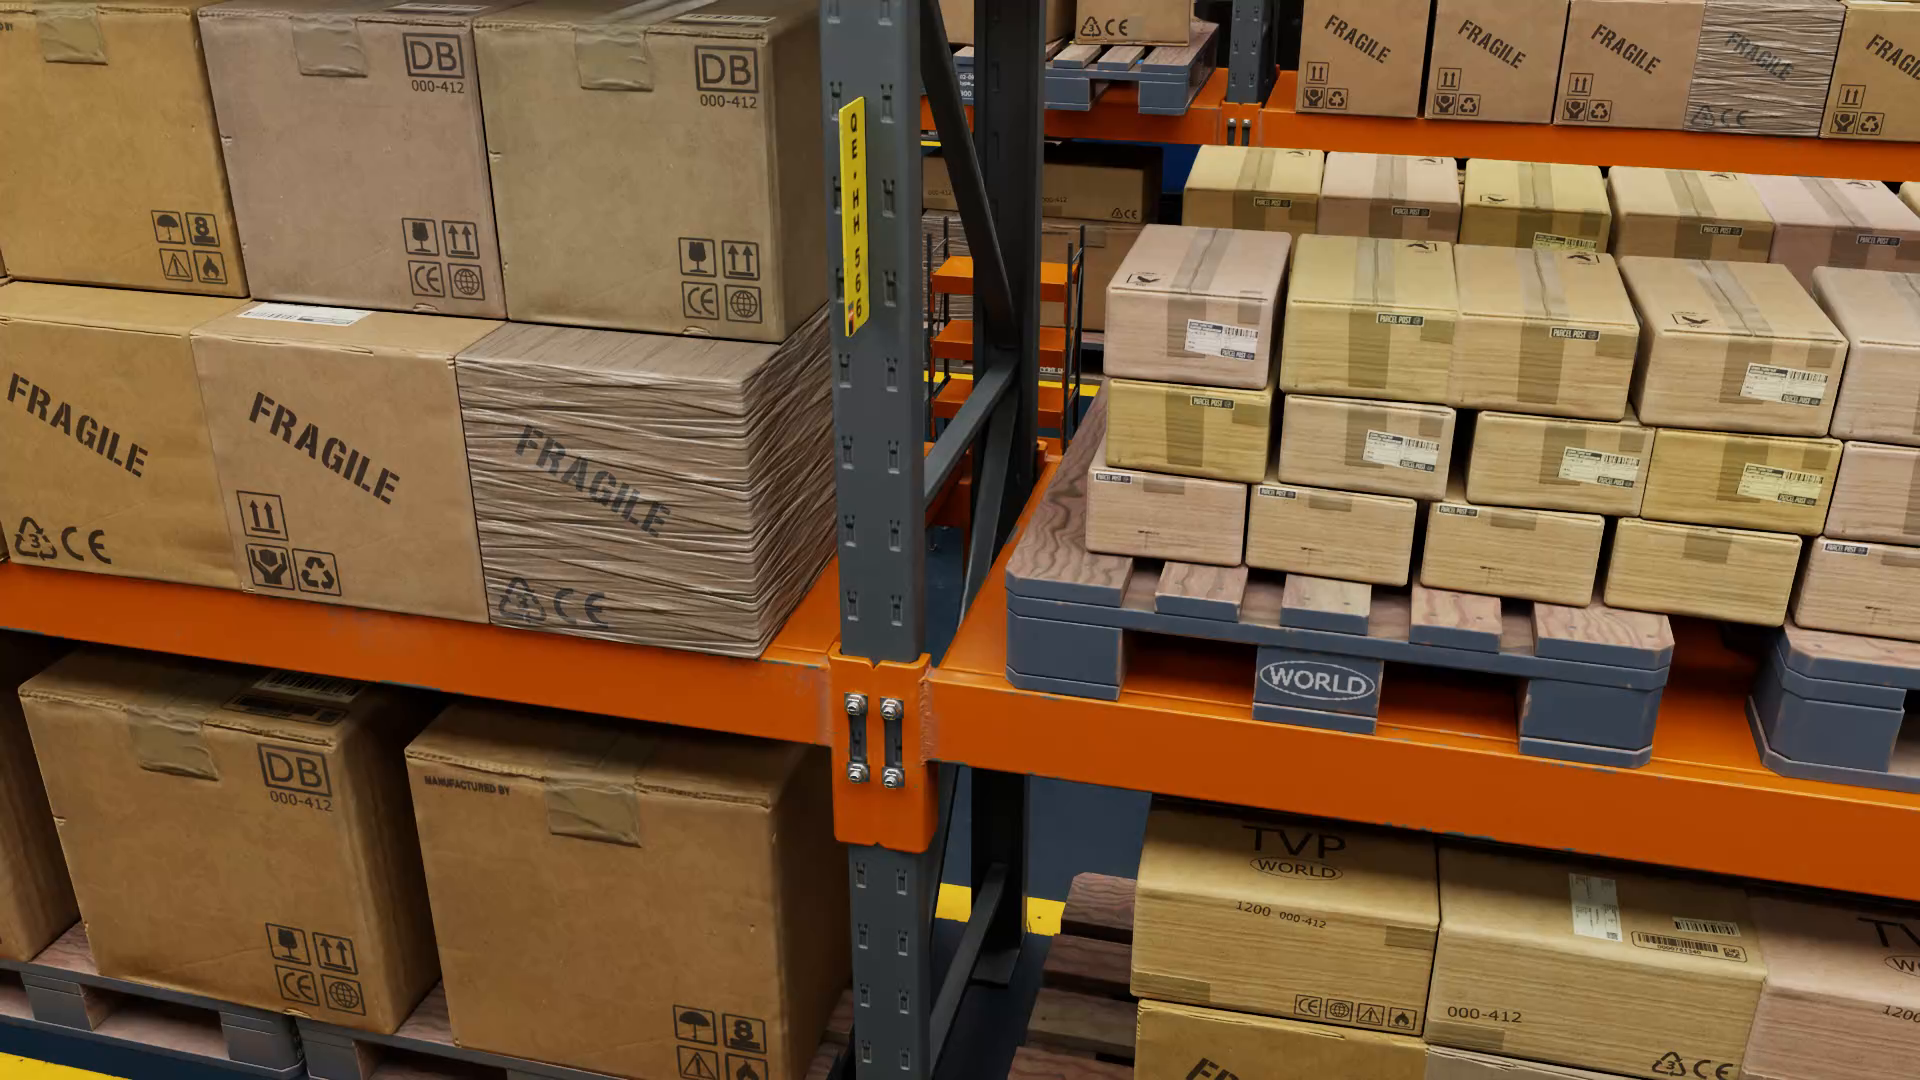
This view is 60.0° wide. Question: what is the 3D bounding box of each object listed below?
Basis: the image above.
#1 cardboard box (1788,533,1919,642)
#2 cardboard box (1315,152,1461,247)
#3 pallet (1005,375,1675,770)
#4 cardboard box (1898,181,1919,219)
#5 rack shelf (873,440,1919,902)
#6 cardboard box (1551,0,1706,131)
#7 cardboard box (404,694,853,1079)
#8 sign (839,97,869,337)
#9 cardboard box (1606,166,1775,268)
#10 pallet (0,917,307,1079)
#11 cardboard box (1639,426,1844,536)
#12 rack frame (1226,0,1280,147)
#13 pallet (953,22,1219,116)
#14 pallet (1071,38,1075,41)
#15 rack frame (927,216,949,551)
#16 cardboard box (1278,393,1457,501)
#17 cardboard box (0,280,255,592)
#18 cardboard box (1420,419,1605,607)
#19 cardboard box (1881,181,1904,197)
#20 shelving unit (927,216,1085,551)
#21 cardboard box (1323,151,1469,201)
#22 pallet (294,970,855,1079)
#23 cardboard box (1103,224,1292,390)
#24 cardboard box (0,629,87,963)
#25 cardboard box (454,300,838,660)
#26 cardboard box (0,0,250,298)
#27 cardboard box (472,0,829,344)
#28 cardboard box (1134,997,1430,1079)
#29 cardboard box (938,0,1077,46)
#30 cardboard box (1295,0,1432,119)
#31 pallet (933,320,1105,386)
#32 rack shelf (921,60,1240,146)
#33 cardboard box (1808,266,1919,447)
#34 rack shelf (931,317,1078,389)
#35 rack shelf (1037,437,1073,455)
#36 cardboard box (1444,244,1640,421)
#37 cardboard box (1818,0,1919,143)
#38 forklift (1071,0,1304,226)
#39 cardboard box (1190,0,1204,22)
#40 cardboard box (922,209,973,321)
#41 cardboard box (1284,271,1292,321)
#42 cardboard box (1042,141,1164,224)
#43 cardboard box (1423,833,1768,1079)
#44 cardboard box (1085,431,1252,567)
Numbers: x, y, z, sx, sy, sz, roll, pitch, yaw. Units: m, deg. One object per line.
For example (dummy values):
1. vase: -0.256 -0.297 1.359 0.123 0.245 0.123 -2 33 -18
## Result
1. cardboard box: 1.409 0.000 2.563 0.250 0.149 0.380 7 26 15
2. cardboard box: 0.816 -0.624 3.183 0.250 0.149 0.380 6 26 12
3. pallet: 0.701 -0.050 3.089 1.003 0.211 1.213 6 26 13
4. cardboard box: 1.825 -0.512 2.948 0.250 0.149 0.380 8 26 16
5. rack shelf: 1.922 0.370 2.819 4.000 0.370 1.077 6 26 13
6. cardboard box: 2.718 -1.995 6.834 0.500 0.500 0.500 6 26 12
7. cardboard box: -0.583 0.555 3.723 0.750 0.750 1.050 6 26 12
8. sign: -0.150 -0.460 2.380 0.005 0.325 0.100 6 26 13
9. cardboard box: 1.329 -0.569 3.067 0.250 0.149 0.380 7 26 15
10. pallet: -1.938 0.843 4.233 1.213 0.211 1.003 6 26 13
11. cardboard box: 1.170 -0.161 2.557 0.250 0.149 0.380 6 26 13
12. rack frame: 1.318 -2.223 7.429 0.127 3.000 1.000 6 26 13
13. pallet: 0.601 -2.168 7.537 1.003 0.211 1.213 6 26 13
14. pallet: 1.823 -5.323 17.186 1.213 0.211 1.003 6 26 13
15. rack frame: -0.076 -0.550 6.010 0.015 1.200 0.240 6 26 13
16. cardboard box: 0.666 -0.216 2.671 0.250 0.149 0.380 8 26 15
17. cardboard box: -1.485 -0.258 3.185 0.500 0.500 0.500 6 26 12
18. cardboard box: 0.889 -0.055 2.680 0.250 0.149 0.380 8 27 16
19. cardboard box: 3.701 -1.180 7.223 0.875 0.875 1.225 5 26 11
20. shelving unit: 0.160 -0.524 5.955 0.503 1.200 0.258 6 26 13
21. cardboard box: 1.981 -1.370 7.622 0.875 0.875 1.225 5 26 11
22. pallet: -0.760 0.975 3.957 1.213 0.211 1.003 6 26 13
23. cardboard box: 0.388 -0.383 2.676 0.250 0.149 0.380 6 26 13
24. cardboard box: -2.332 0.363 4.126 0.750 0.750 1.050 6 26 13
25. cardboard box: -0.518 -0.150 2.960 0.500 0.500 0.500 6 26 13
26. cardboard box: -1.435 -0.825 3.214 0.500 0.500 0.700 6 26 12
27. cardboard box: -0.448 -0.717 2.988 0.500 0.500 0.700 6 26 13
28. cardboard box: 0.606 0.952 3.180 0.500 0.500 0.500 5 26 11
29. cardboard box: 0.219 -2.517 7.442 0.500 0.500 0.700 10 27 21
30. cardboard box: 1.721 -2.102 7.060 0.500 0.500 0.500 7 26 15
31. pallet: 0.561 -1.048 8.205 1.213 0.211 1.003 6 26 13
32. rack shelf: -0.619 -2.112 8.033 4.000 0.370 1.077 6 26 13
33. cardboard box: 1.400 -0.271 2.441 0.250 0.149 0.380 8 26 15
34. rack shelf: 0.160 -0.665 5.888 0.480 0.148 0.258 6 26 13
35. rack shelf: 0.160 -0.284 6.069 0.480 0.148 0.258 6 26 13
36. cardboard box: 0.881 -0.327 2.560 0.250 0.149 0.380 6 26 13
37. cardboard box: 3.686 -1.885 6.603 0.500 0.500 0.500 6 26 12
38. forklift: 2.224 -3.245 9.657 3.031 2.935 1.130 6 26 12
39. cardboard box: 2.232 -5.358 16.725 0.500 0.250 0.500 7 26 14
40. cardboard box: 0.124 -1.410 8.119 0.500 0.500 0.700 4 26 9
41. cardboard box: 0.577 -0.516 3.301 0.250 0.149 0.380 7 26 14
42. cardboard box: 0.662 -1.691 7.835 0.500 0.250 0.500 7 26 15
43. cardboard box: 1.083 0.661 2.920 0.500 0.250 0.500 6 26 12
44. cardboard box: 0.368 -0.113 2.801 0.250 0.149 0.380 6 26 12
